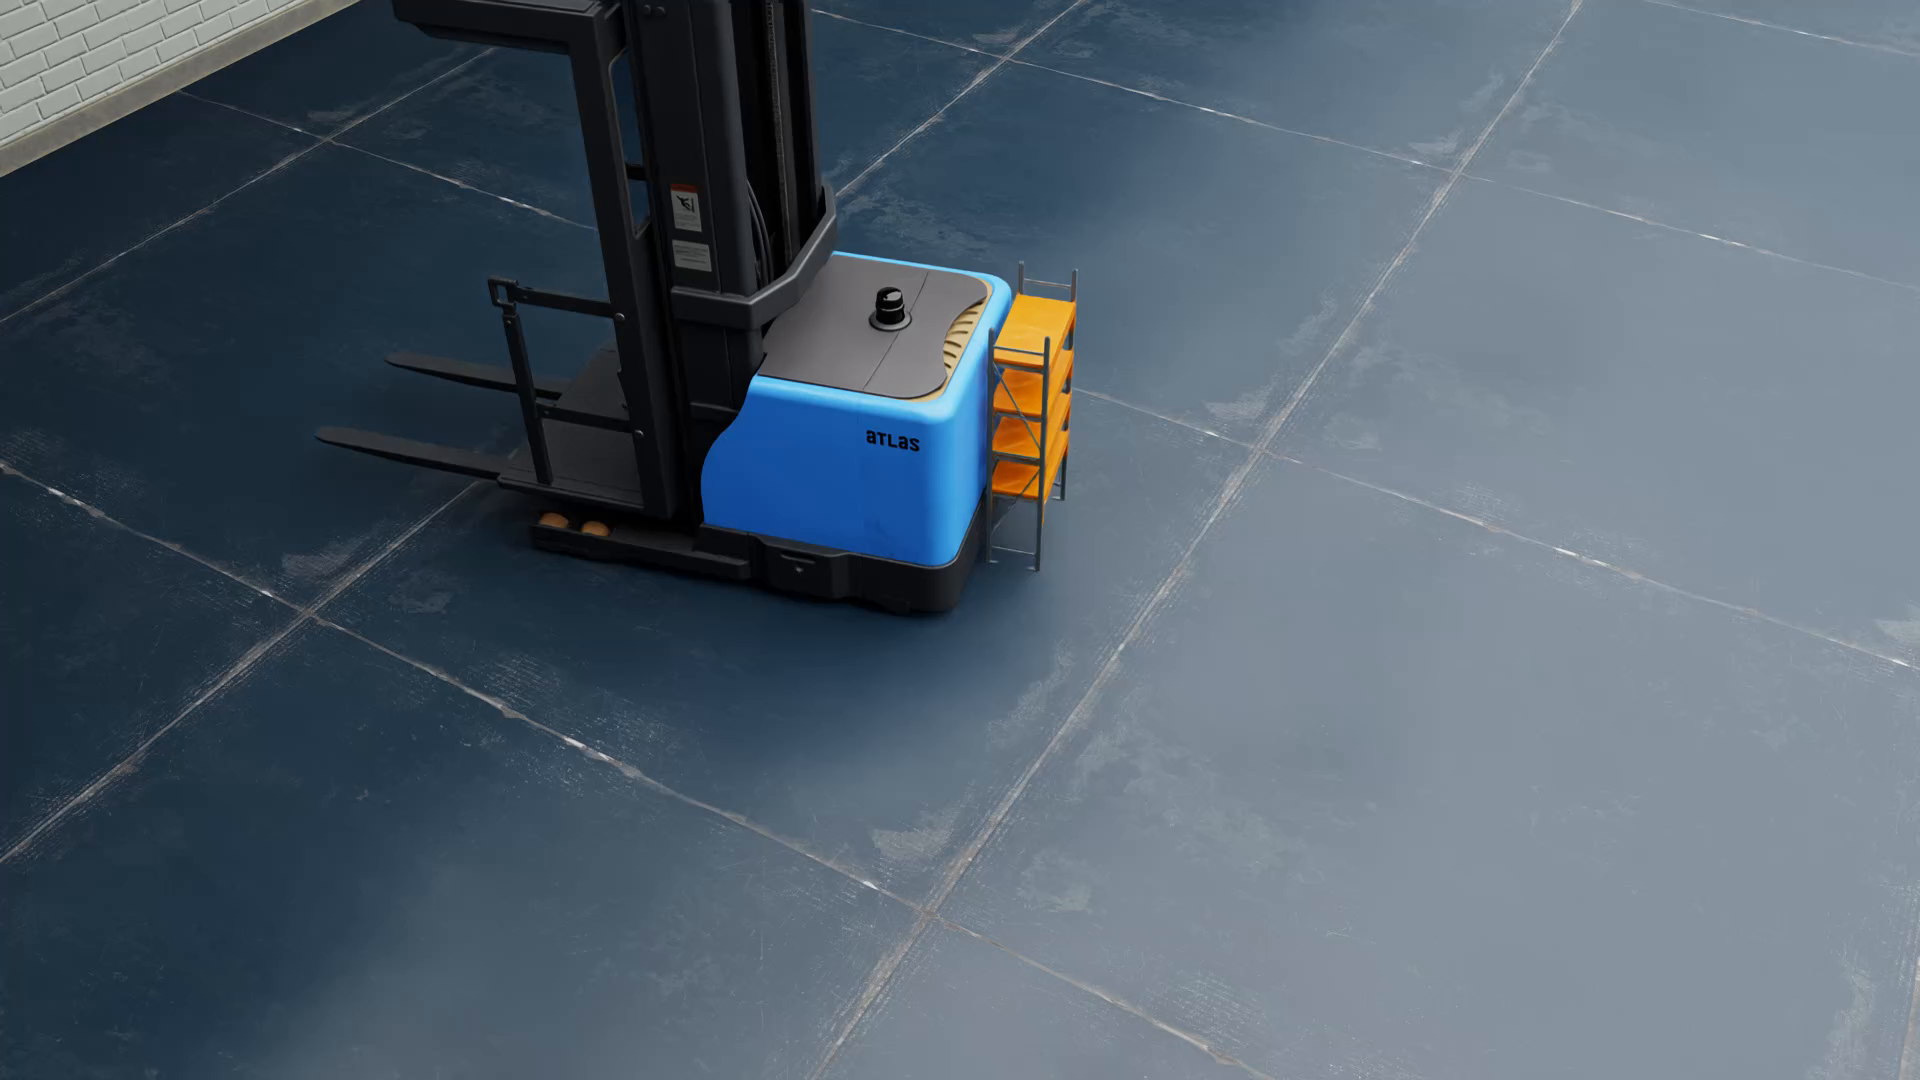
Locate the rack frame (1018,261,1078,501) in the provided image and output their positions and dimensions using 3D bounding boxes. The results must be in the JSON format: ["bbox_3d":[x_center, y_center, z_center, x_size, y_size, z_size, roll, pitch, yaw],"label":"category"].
[{"bbox_3d":[0.355,-0.649,7.080,0.240,1.200,0.015,10,42,11],"label":"rack frame"}]

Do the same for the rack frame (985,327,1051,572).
[{"bbox_3d":[0.226,-0.338,6.726,0.240,1.200,0.015,10,42,11],"label":"rack frame"}]

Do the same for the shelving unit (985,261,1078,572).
[{"bbox_3d":[0.291,-0.494,6.903,0.258,1.200,0.503,10,42,11],"label":"shelving unit"}]

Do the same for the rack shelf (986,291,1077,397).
[{"bbox_3d":[0.291,-0.789,6.643,0.258,0.148,0.480,10,42,11],"label":"rack shelf"}]

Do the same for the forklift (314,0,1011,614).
[{"bbox_3d":[-1.349,-1.340,6.554,3.031,2.935,1.130,11,42,12],"label":"forklift"}]

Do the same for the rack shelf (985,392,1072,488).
[{"bbox_3d":[0.291,-0.443,6.947,0.258,0.148,0.480,10,42,11],"label":"rack shelf"}]

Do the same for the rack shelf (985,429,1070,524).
[{"bbox_3d":[0.291,-0.294,7.079,0.258,0.148,0.480,10,42,11],"label":"rack shelf"}]

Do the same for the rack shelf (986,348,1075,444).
[{"bbox_3d":[0.291,-0.611,6.800,0.258,0.148,0.480,10,42,11],"label":"rack shelf"}]
